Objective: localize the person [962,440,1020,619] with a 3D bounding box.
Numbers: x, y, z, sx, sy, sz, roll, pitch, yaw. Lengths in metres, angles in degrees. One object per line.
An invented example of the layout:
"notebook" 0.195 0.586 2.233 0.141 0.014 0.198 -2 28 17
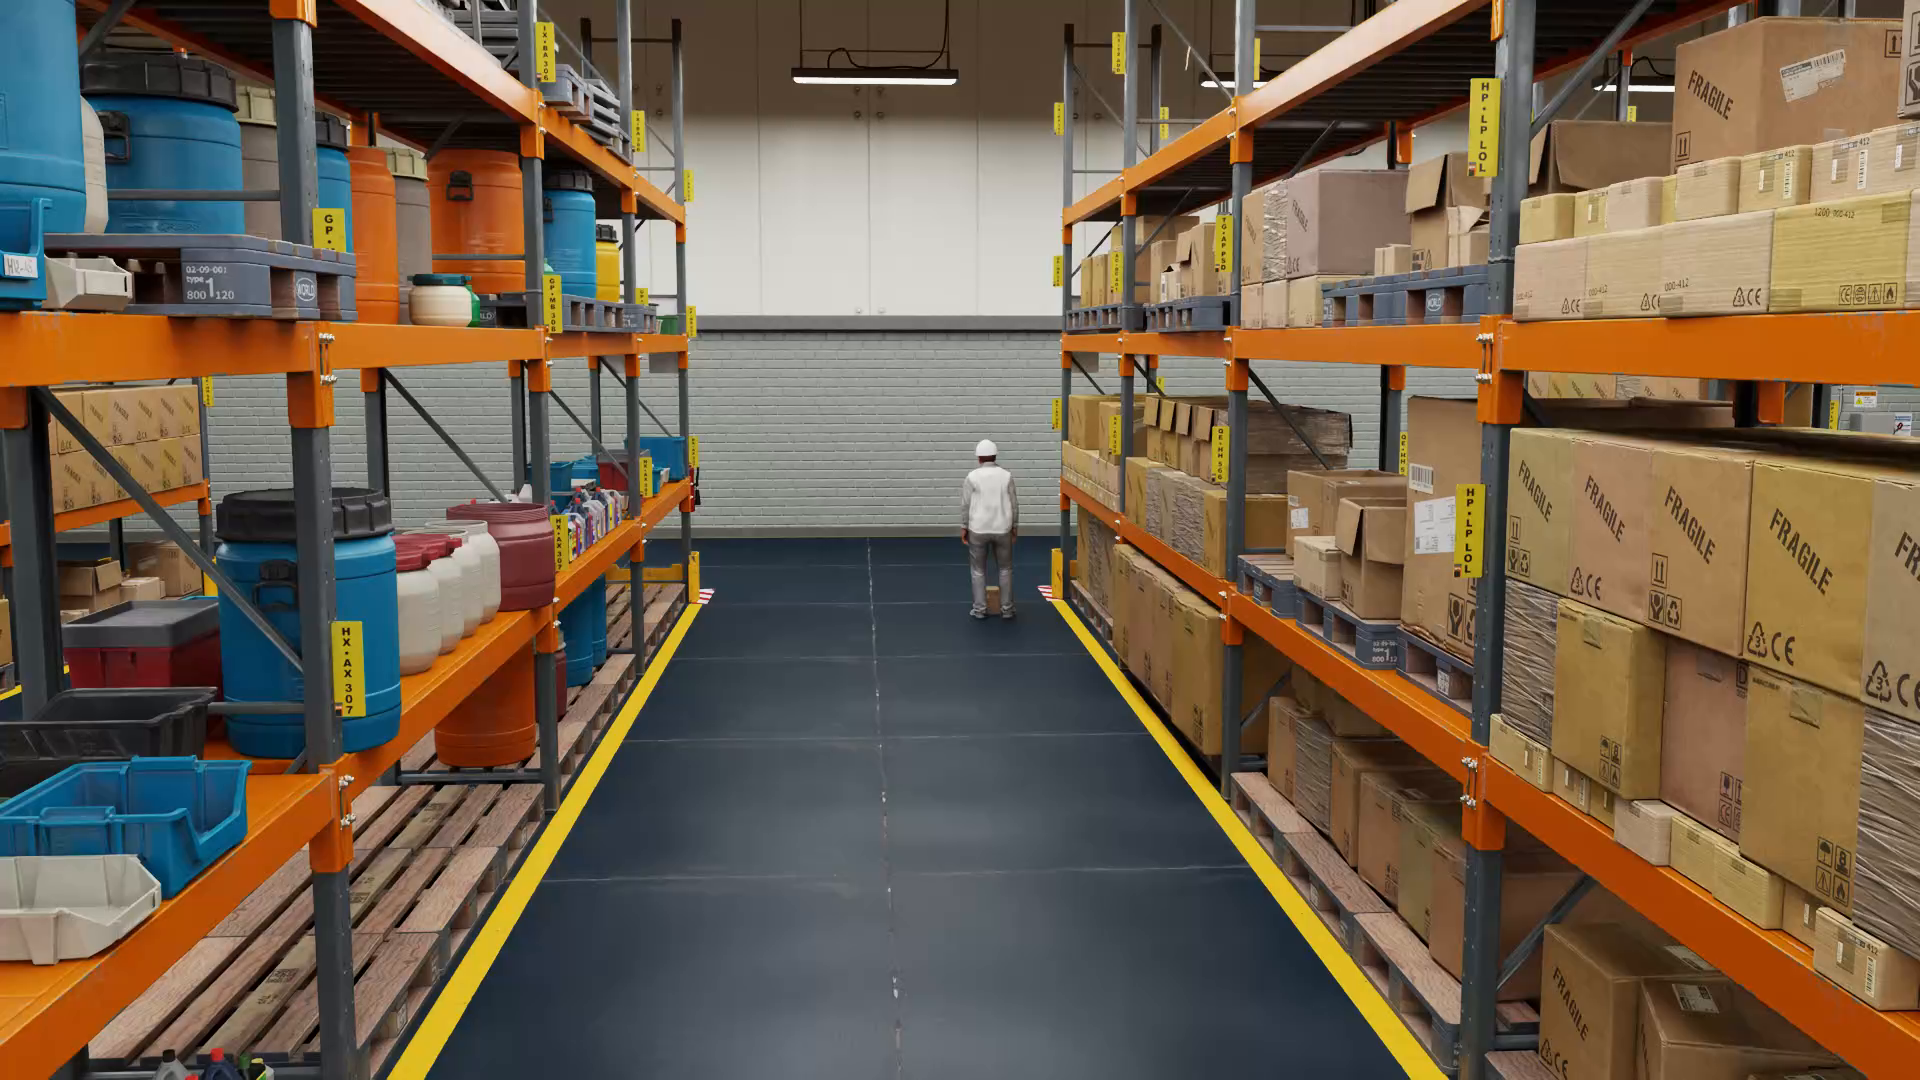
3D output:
"person" 0.308 -0.109 16.550 0.579 1.770 0.464 0 7 -4
